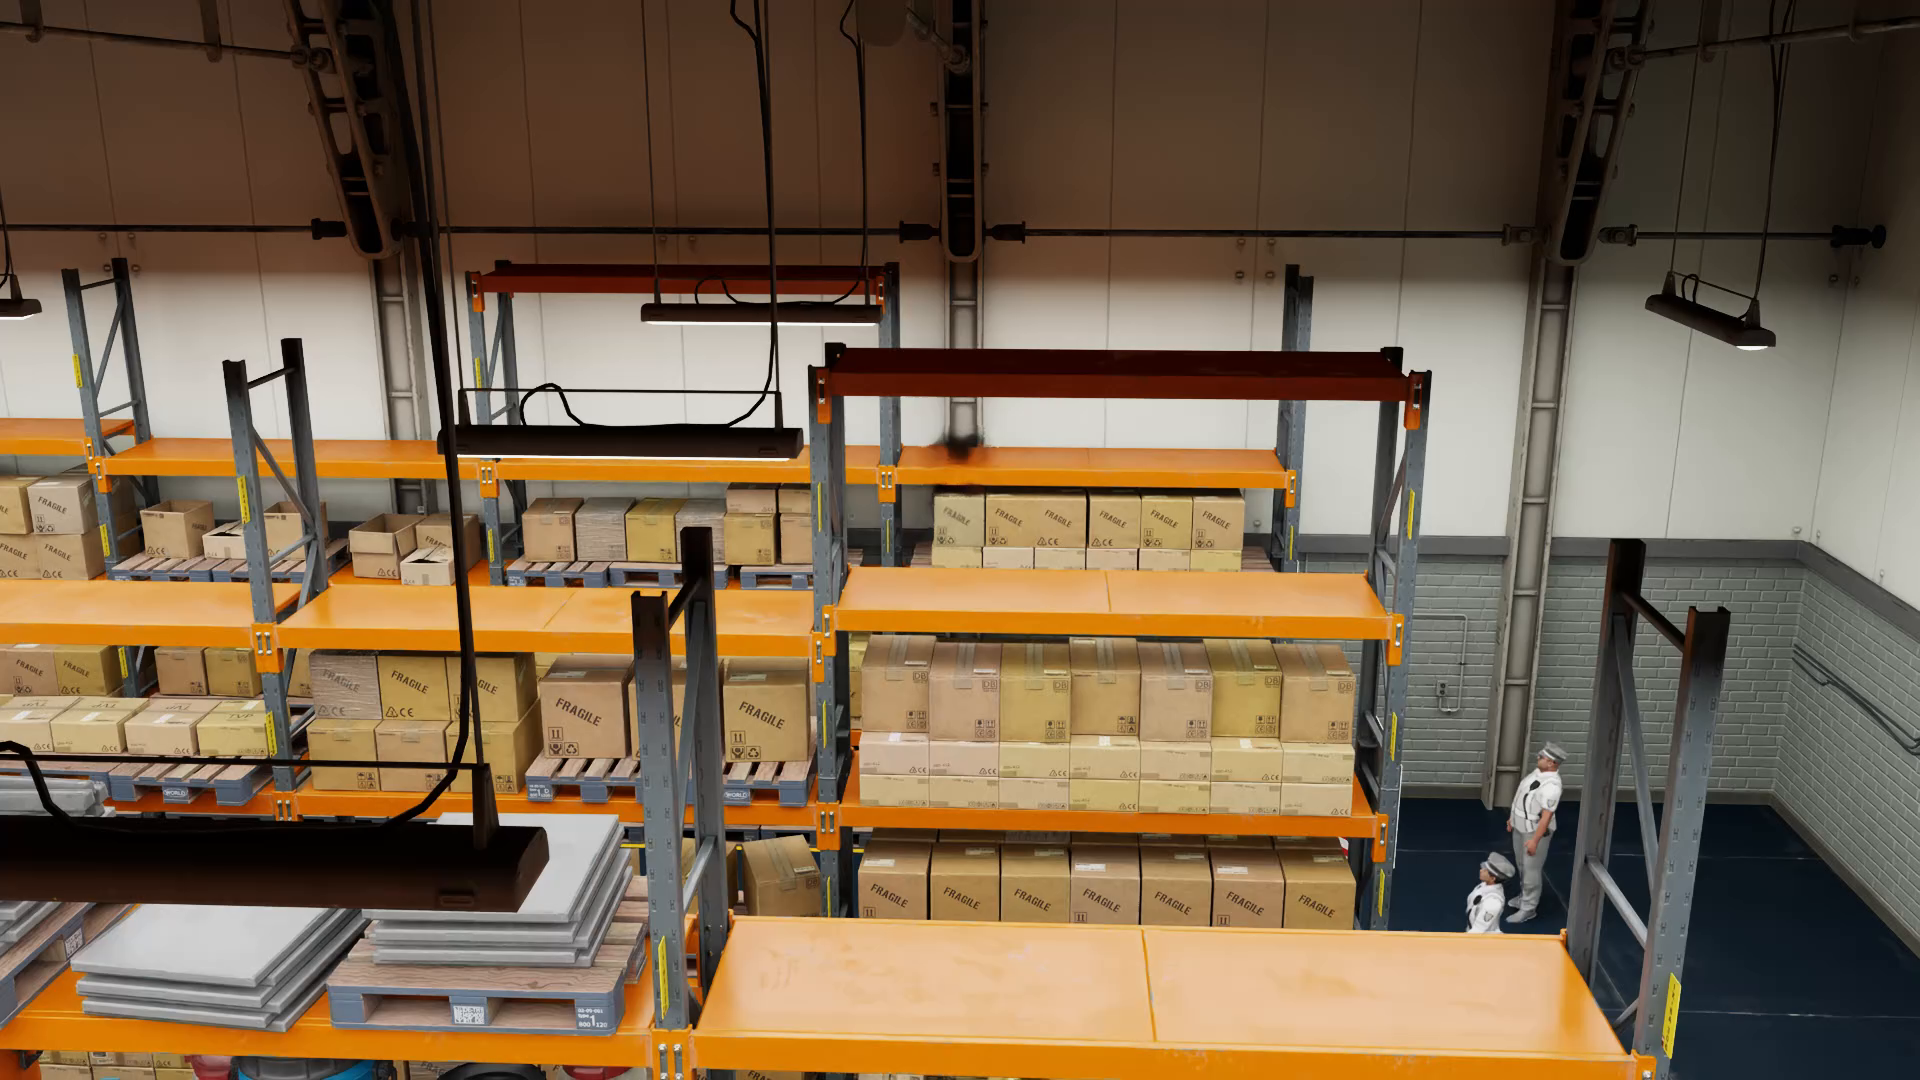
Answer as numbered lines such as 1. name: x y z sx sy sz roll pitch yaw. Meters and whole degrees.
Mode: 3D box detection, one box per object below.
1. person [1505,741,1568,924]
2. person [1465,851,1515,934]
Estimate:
1. person: 5.476 2.775 15.946 0.543 1.791 0.560 -5 17 -17
2. person: 4.322 3.377 13.951 0.995 1.636 0.464 0 16 0
